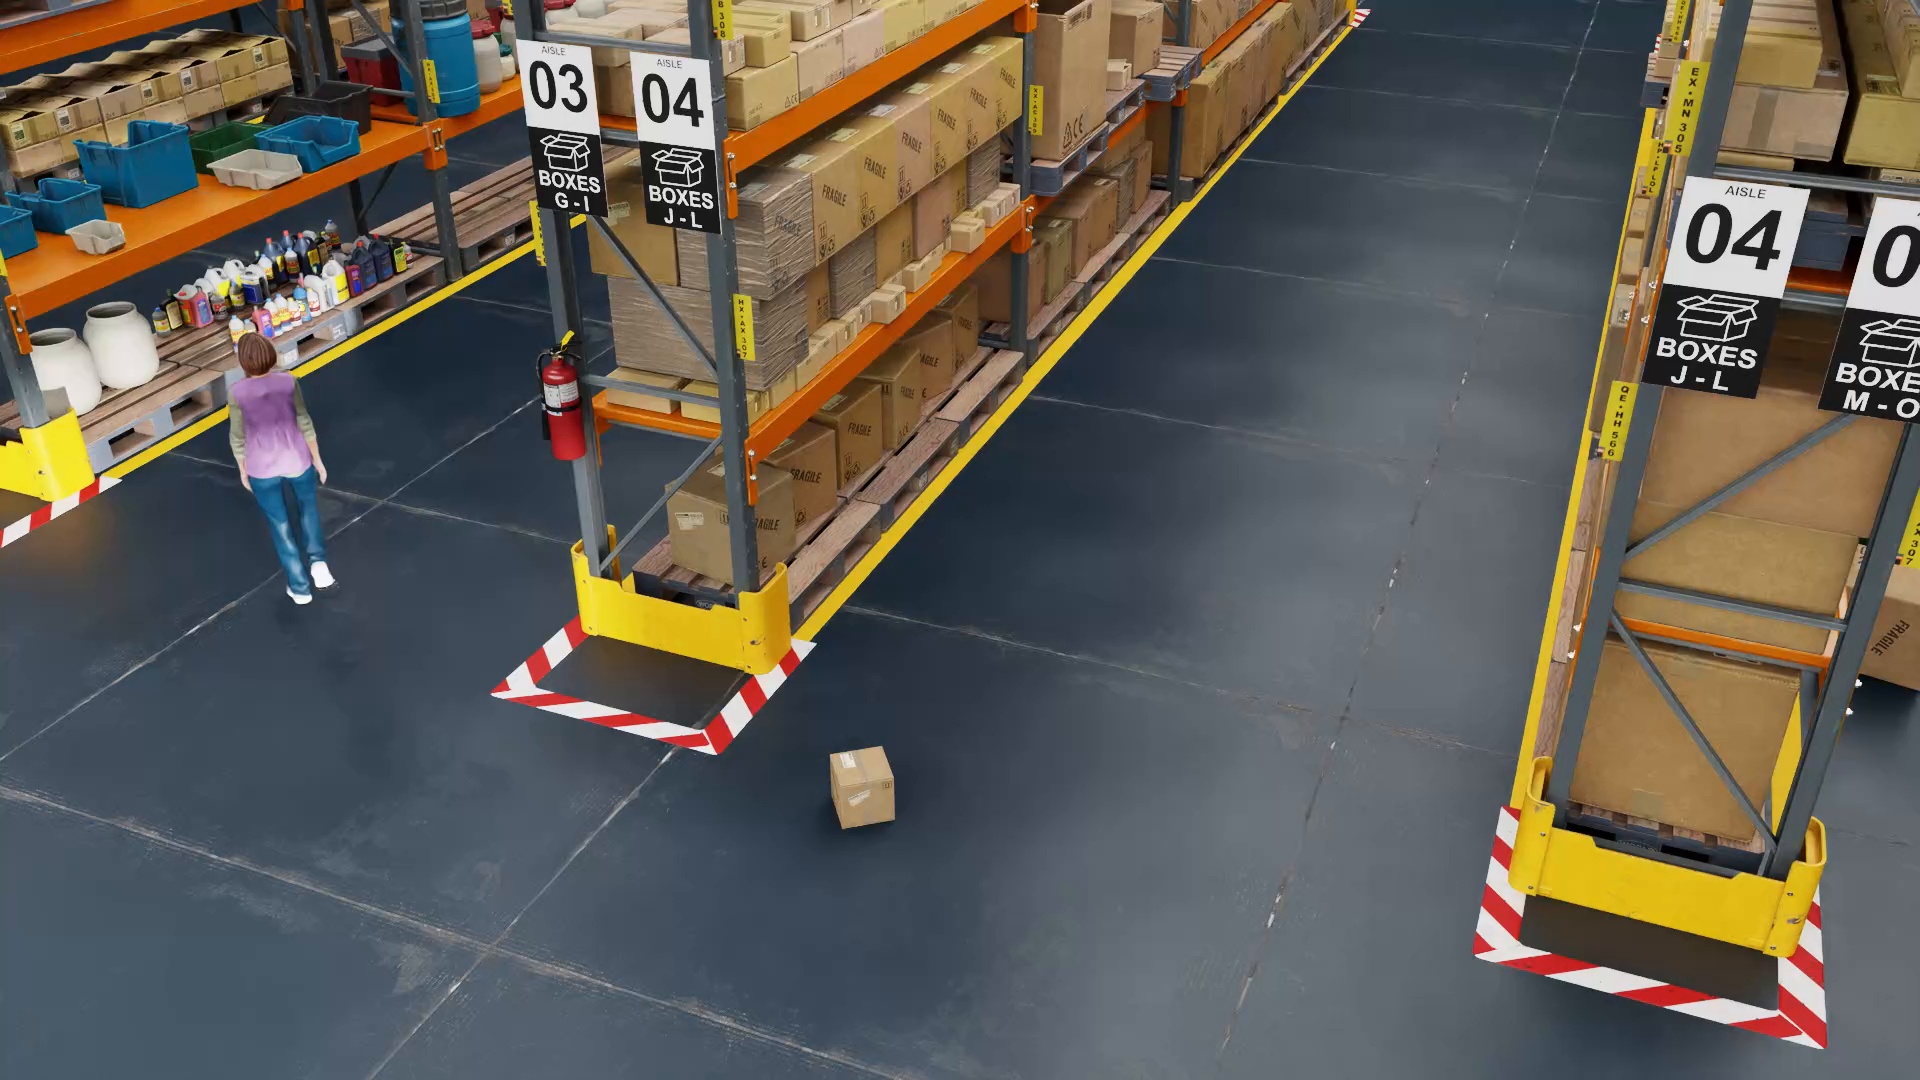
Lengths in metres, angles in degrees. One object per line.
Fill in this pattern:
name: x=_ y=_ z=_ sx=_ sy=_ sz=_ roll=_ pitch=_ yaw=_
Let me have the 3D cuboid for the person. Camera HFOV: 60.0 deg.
person: x=-3.709 y=-0.407 z=9.051 sx=0.436 sy=1.595 sz=0.406 roll=-19 pitch=35 yaw=-29
